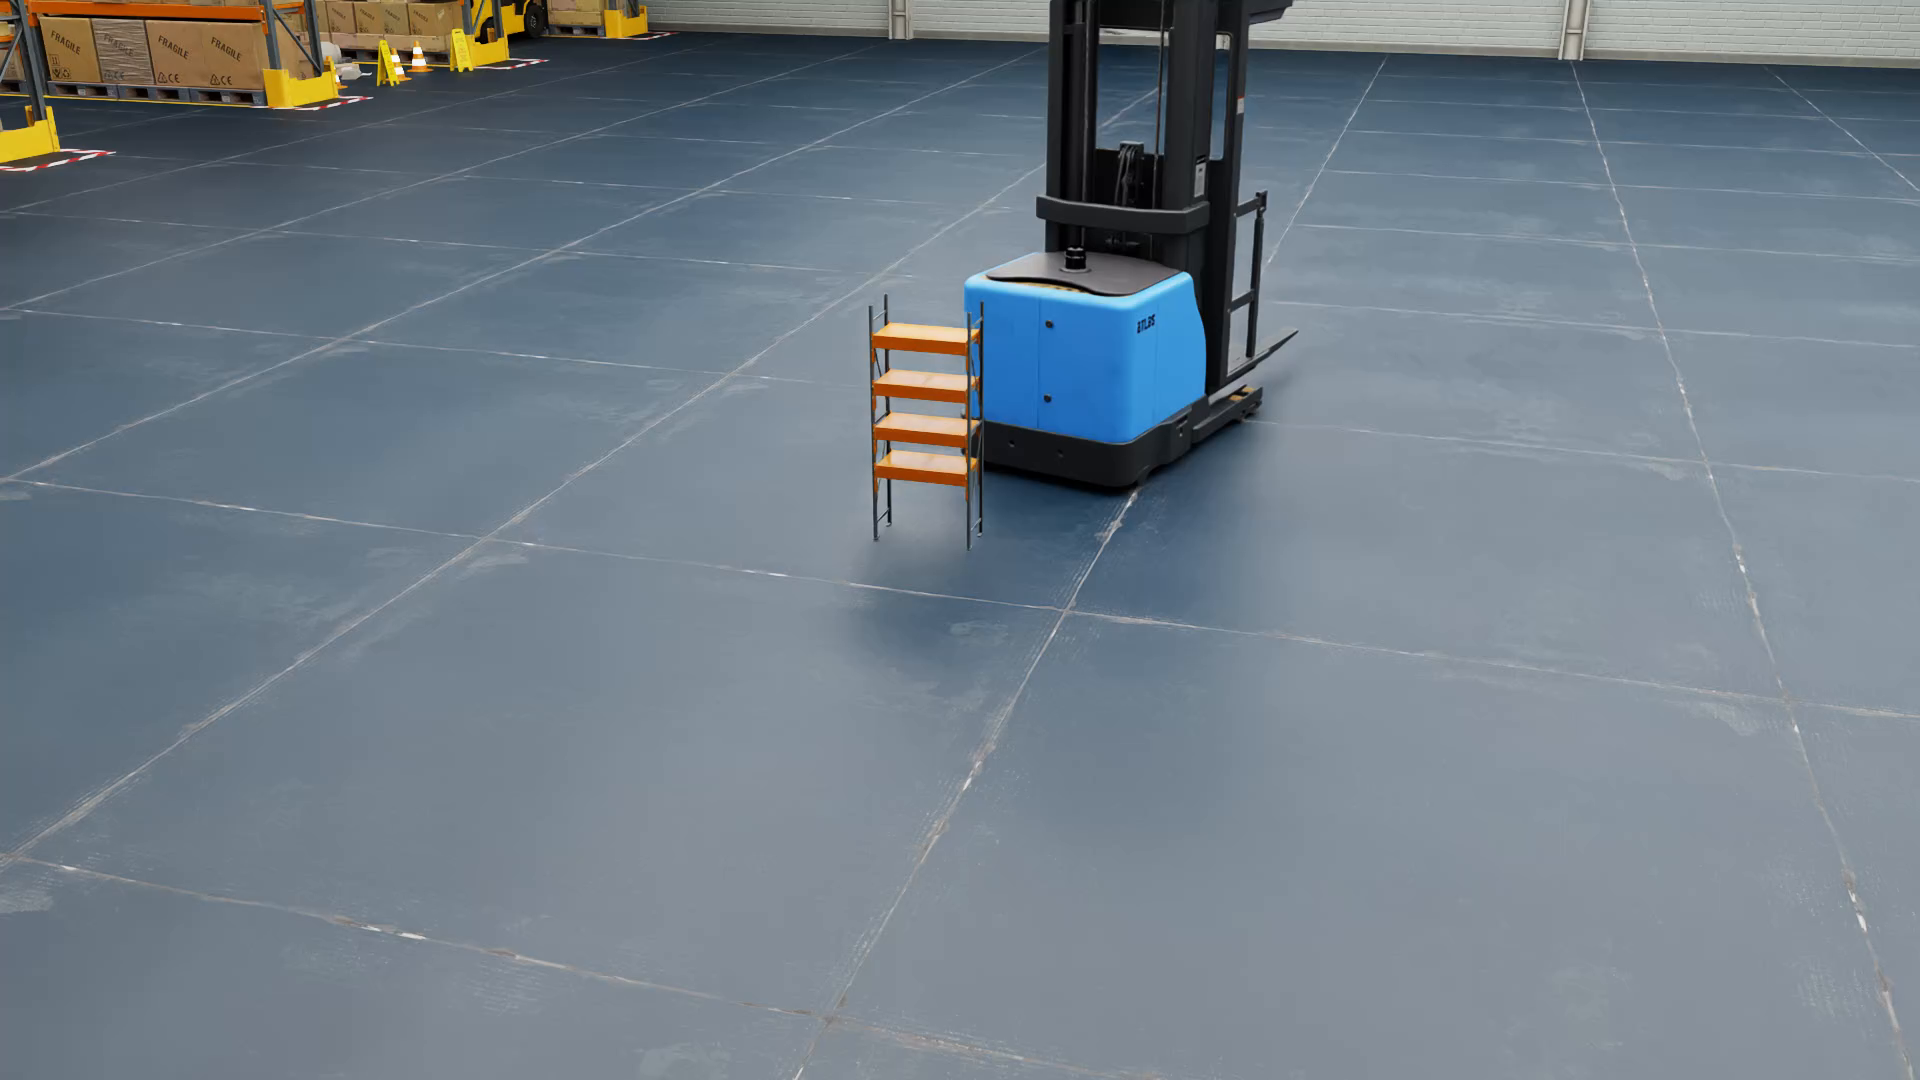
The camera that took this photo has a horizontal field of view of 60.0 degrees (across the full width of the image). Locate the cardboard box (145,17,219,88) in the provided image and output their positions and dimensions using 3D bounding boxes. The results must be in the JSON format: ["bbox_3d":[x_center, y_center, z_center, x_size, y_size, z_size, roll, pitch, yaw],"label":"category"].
[{"bbox_3d":[-10.723,-6.885,23.413,0.875,0.875,0.875,6,23,15],"label":"cardboard box"}]

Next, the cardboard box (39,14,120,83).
[{"bbox_3d":[-12.459,-7.083,23.895,0.875,0.875,0.875,7,23,16],"label":"cardboard box"}]

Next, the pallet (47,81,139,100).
[{"bbox_3d":[-12.336,-6.565,24.059,1.213,0.211,1.003,7,23,15],"label":"pallet"}]

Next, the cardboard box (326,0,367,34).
[{"bbox_3d":[-10.210,-8.771,27.844,0.500,0.500,0.500,8,24,18],"label":"cardboard box"}]

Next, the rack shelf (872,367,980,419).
[{"bbox_3d":[-0.158,-0.718,8.090,0.480,0.148,0.258,7,23,16],"label":"rack shelf"}]

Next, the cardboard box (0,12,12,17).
[{"bbox_3d":[-17.028,-9.631,30.106,0.875,0.875,0.875,7,23,16],"label":"cardboard box"}]

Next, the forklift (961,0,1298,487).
[{"bbox_3d":[1.205,-2.150,9.712,1.130,2.935,3.031,13,26,29],"label":"forklift"}]

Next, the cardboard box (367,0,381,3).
[{"bbox_3d":[-9.583,-8.974,27.485,0.250,0.149,0.380,8,23,18],"label":"cardboard box"}]

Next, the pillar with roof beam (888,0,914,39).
[{"bbox_3d":[-2.354,-12.099,25.971,0.400,9.000,9.100,7,23,16],"label":"pillar with roof beam"}]

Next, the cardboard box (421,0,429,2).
[{"bbox_3d":[-9.096,-8.854,28.047,0.500,0.500,0.500,6,23,14],"label":"cardboard box"}]

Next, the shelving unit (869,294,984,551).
[{"bbox_3d":[-0.158,-0.573,8.150,0.503,1.200,0.258,7,23,16],"label":"shelving unit"}]

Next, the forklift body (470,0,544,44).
[{"bbox_3d":[-8.791,-10.294,30.594,1.214,2.155,2.313,7,23,16],"label":"forklift body"}]

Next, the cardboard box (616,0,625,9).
[{"bbox_3d":[-6.839,-10.422,32.199,0.500,0.250,0.500,7,23,16],"label":"cardboard box"}]

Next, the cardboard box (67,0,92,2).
[{"bbox_3d":[-12.152,-7.948,23.559,0.550,0.550,0.875,7,23,16],"label":"cardboard box"}]

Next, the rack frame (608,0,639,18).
[{"bbox_3d":[-6.449,-11.141,31.542,0.127,3.000,1.000,7,23,16],"label":"rack frame"}]

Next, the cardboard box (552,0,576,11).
[{"bbox_3d":[-7.482,-10.294,31.886,0.500,0.250,0.500,6,23,15],"label":"cardboard box"}]

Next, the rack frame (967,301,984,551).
[{"bbox_3d":[0.075,-0.547,8.084,0.015,1.200,0.240,7,23,16],"label":"rack frame"}]

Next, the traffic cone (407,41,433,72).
[{"bbox_3d":[-8.663,-7.742,26.598,0.334,0.463,0.336,7,23,16],"label":"traffic cone"}]

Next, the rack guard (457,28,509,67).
[{"bbox_3d":[-7.951,-8.189,27.639,0.348,0.500,1.175,7,23,16],"label":"rack guard"}]

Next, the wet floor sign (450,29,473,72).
[{"bbox_3d":[-8.006,-7.839,26.593,0.232,0.644,0.267,16,27,34],"label":"wet floor sign"}]

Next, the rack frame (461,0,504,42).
[{"bbox_3d":[-7.879,-9.338,27.144,0.127,3.000,1.000,7,23,16],"label":"rack frame"}]

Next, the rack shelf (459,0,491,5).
[{"bbox_3d":[-9.793,-9.224,27.815,4.000,0.370,1.077,7,23,16],"label":"rack shelf"}]

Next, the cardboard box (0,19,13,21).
[{"bbox_3d":[-14.584,-7.262,24.497,0.750,0.750,1.050,7,23,15],"label":"cardboard box"}]

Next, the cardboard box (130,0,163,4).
[{"bbox_3d":[-11.132,-7.824,23.257,0.500,0.550,0.875,7,23,16],"label":"cardboard box"}]

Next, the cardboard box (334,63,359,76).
[{"bbox_3d":[-9.716,-7.428,26.246,0.380,0.149,0.250,-20,29,-39],"label":"cardboard box"}]

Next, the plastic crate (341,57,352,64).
[{"bbox_3d":[-10.442,-7.955,27.622,0.583,0.080,0.402,-1,22,-3],"label":"plastic crate"}]

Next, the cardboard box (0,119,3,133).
[{"bbox_3d":[-11.334,-4.849,18.943,0.500,0.500,0.500,11,25,25],"label":"cardboard box"}]

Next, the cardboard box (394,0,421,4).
[{"bbox_3d":[-9.092,-8.916,27.343,0.250,0.149,0.380,7,23,17],"label":"cardboard box"}]

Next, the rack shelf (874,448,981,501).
[{"bbox_3d":[-0.158,-0.327,8.251,0.480,0.148,0.258,7,23,16],"label":"rack shelf"}]

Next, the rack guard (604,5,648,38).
[{"bbox_3d":[-6.426,-9.982,32.010,0.348,0.500,1.175,7,23,16],"label":"rack guard"}]

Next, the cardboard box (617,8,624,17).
[{"bbox_3d":[-6.862,-10.188,32.289,0.500,0.250,0.500,7,23,16],"label":"cardboard box"}]

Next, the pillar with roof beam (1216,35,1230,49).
[{"bbox_3d":[3.390,-11.441,24.368,0.400,9.000,9.100,7,23,16],"label":"pillar with roof beam"}]

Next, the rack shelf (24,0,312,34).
[{"bbox_3d":[-11.127,-7.414,23.404,4.000,0.370,1.077,7,23,16],"label":"rack shelf"}]

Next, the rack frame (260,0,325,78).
[{"bbox_3d":[-9.212,-7.528,22.733,0.127,3.000,1.000,7,23,16],"label":"rack frame"}]

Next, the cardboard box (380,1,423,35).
[{"bbox_3d":[-9.222,-8.656,27.564,0.500,0.500,0.500,7,23,17],"label":"cardboard box"}]

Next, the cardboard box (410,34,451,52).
[{"bbox_3d":[-8.753,-8.253,27.571,0.500,0.250,0.500,6,23,15],"label":"cardboard box"}]

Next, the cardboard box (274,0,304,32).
[{"bbox_3d":[-11.221,-8.882,28.116,0.500,0.500,0.500,8,24,18],"label":"cardboard box"}]

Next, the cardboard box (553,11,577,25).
[{"bbox_3d":[-7.463,-10.058,31.971,0.500,0.250,0.500,7,23,15],"label":"cardboard box"}]

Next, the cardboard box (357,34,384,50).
[{"bbox_3d":[-9.727,-8.366,27.845,0.500,0.250,0.500,6,23,14],"label":"cardboard box"}]

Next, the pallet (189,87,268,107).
[{"bbox_3d":[-10.000,-6.297,23.407,1.213,0.211,1.003,7,23,15],"label":"pallet"}]

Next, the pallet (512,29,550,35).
[{"bbox_3d":[-8.357,-10.054,32.566,1.213,0.211,1.003,7,23,15],"label":"pallet"}]

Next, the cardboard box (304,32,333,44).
[{"bbox_3d":[-10.707,-8.481,28.126,0.500,0.250,0.500,8,24,19],"label":"cardboard box"}]

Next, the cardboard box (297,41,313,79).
[{"bbox_3d":[-10.292,-7.455,25.845,0.637,0.503,0.797,-9,24,-21],"label":"cardboard box"}]

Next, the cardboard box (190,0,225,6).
[{"bbox_3d":[-10.113,-7.674,22.891,0.550,0.550,0.875,7,23,16],"label":"cardboard box"}]

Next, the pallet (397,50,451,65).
[{"bbox_3d":[-8.719,-8.158,27.942,1.213,0.211,1.003,7,23,16],"label":"pallet"}]
